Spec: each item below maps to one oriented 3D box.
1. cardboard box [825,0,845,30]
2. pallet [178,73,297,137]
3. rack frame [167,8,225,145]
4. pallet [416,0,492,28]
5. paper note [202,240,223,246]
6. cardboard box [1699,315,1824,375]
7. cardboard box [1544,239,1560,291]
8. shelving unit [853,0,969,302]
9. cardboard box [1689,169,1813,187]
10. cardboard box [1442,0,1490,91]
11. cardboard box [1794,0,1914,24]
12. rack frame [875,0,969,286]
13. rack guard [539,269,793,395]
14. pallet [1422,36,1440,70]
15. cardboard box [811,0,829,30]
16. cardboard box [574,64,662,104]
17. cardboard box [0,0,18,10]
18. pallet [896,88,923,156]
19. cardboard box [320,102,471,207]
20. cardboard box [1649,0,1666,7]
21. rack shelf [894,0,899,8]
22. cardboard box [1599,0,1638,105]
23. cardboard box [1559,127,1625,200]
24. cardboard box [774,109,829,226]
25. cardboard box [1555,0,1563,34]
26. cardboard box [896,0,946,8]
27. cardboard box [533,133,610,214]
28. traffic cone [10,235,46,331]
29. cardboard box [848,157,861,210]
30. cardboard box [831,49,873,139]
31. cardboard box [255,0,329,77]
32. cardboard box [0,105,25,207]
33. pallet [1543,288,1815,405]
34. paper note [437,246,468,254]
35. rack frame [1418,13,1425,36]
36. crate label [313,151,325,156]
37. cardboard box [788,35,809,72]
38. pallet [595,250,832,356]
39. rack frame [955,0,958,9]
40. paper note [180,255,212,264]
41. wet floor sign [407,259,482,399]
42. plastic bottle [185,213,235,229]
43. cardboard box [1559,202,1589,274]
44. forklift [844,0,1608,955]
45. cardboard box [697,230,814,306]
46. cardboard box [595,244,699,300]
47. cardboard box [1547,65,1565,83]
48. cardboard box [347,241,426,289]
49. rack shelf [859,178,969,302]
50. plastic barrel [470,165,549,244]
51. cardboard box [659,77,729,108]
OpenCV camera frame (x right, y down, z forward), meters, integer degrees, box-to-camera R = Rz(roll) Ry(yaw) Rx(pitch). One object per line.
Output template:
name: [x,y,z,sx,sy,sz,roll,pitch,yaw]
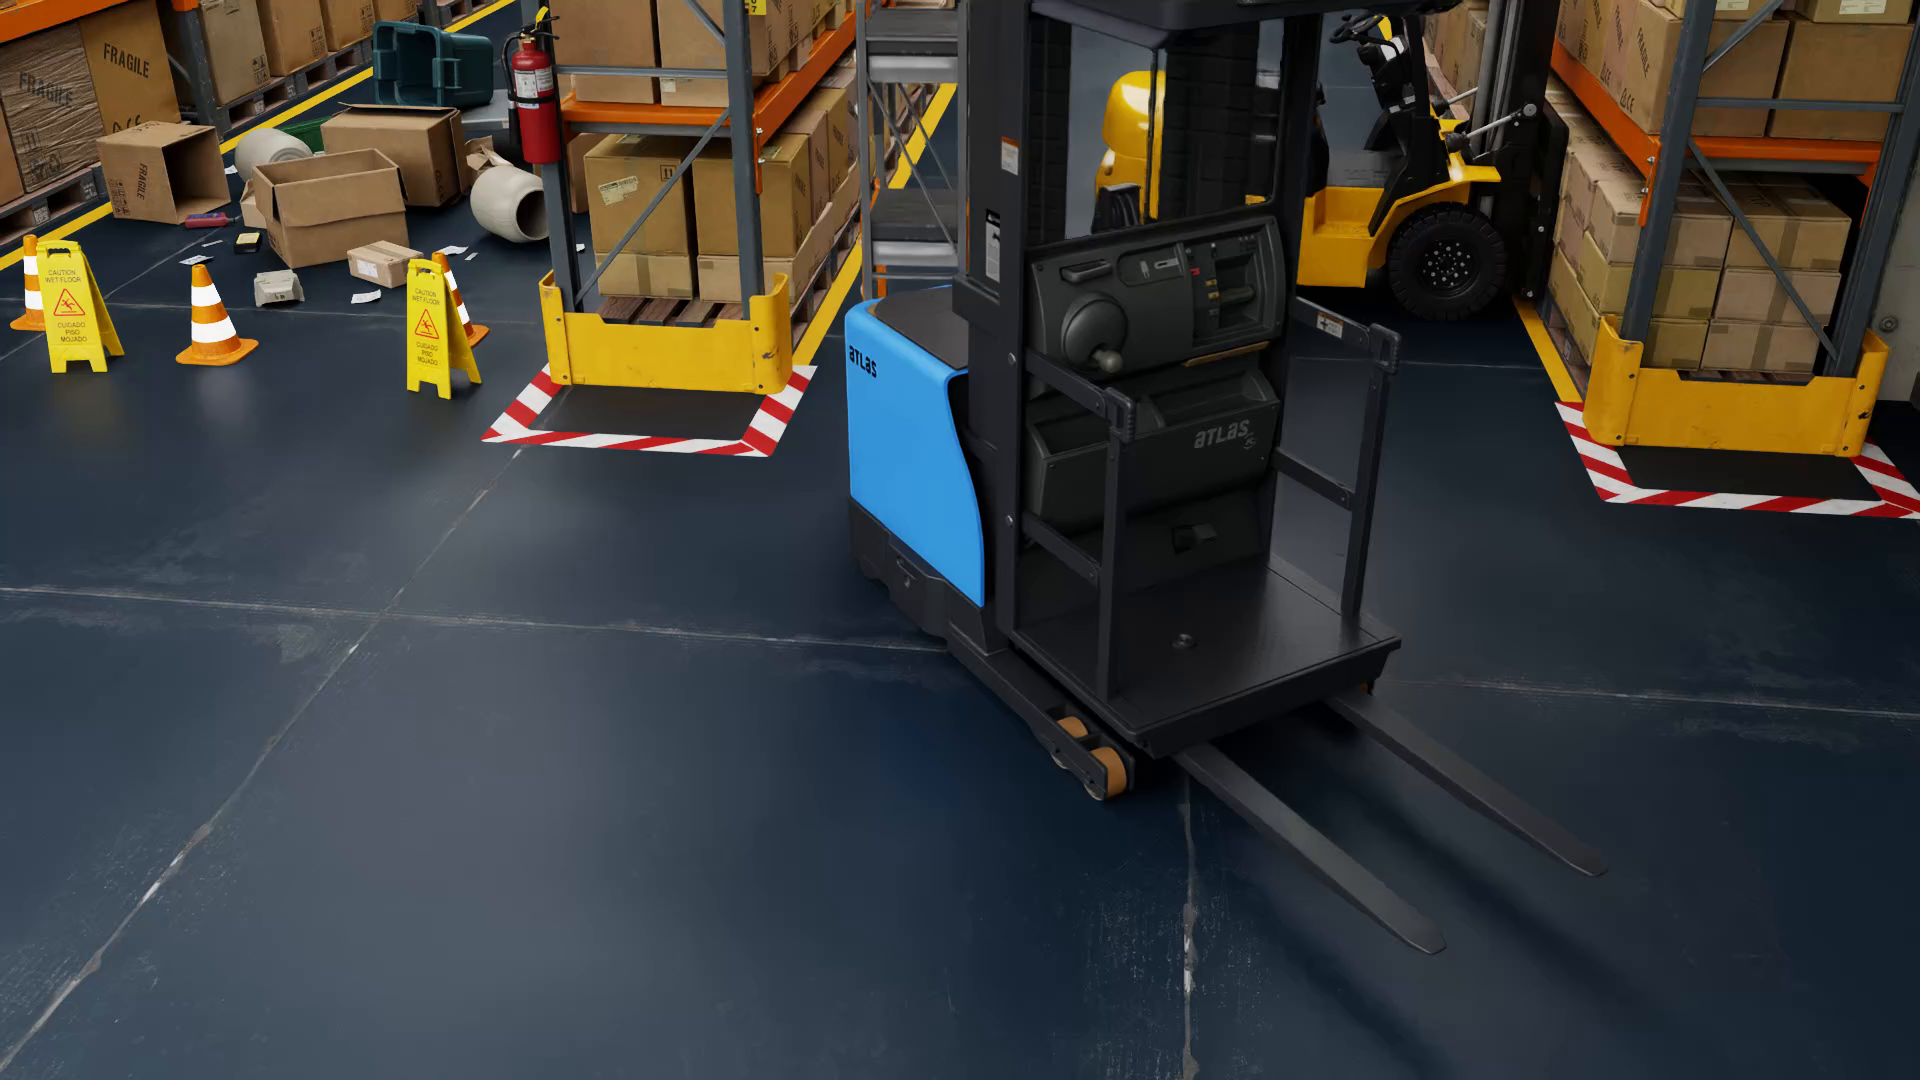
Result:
cardboard box: [-0.862,-2.983,9.390,0.380,0.149,0.250,4,29,7]
pallet: [-5.853,-3.363,12.770,1.003,0.211,1.213,3,28,6]
rack frame: [-5.873,-4.223,11.427,1.000,3.000,0.127,3,28,6]
pallet: [-5.285,-5.246,16.266,1.003,0.211,1.213,3,28,6]
paper note: [-4.529,-1.797,10.075,0.032,0.001,0.123,20,34,32]
cardboard box: [3.743,-1.008,7.915,0.500,0.250,0.500,3,29,6]
cardboard box: [3.374,-1.496,8.821,0.500,0.250,0.500,4,29,7]
shelving unit: [-0.157,-1.130,6.633,0.431,2.100,0.503,2,28,3]
cardboard box: [3.794,-1.679,8.106,0.500,0.250,0.500,3,28,6]
cardboard box: [4.225,-3.801,12.704,0.875,0.625,0.625,2,28,4]
cardboard box: [3.788,-2.288,7.045,0.380,0.149,0.250,3,28,5]
rack frame: [-0.140,-1.245,6.847,0.400,2.100,0.015,2,28,3]
rack guard: [-1.428,-1.036,8.145,1.175,0.500,0.348,3,28,6]
pallet: [4.330,-3.967,13.890,1.003,0.211,1.213,3,28,6]
cardboard box: [-0.983,-2.966,8.674,0.500,0.500,0.500,3,28,5]
cardboard box: [-1.604,-2.178,7.896,0.380,0.149,0.250,4,29,8]
cardboard box: [-6.099,-3.352,9.652,0.875,0.550,0.500,3,28,6]
pallet: [-0.854,-3.122,12.323,1.003,0.211,1.213,3,28,6]
cardboard box: [-3.629,-2.476,10.672,0.797,0.637,0.503,3,28,6]
cardboard box: [3.255,-2.445,7.336,0.380,0.149,0.250,4,29,7]
rack shelf: [-0.702,-4.608,12.899,1.077,0.370,4.000,3,28,6]
cardboard box: [3.362,-2.348,7.841,0.500,0.500,0.500,4,29,8]
cardboard box: [3.345,-1.942,8.594,0.500,0.250,0.500,4,29,7]
cardboard box: [-1.002,-2.026,9.014,0.500,0.500,0.500,2,28,4]
cardboard box: [3.557,-3.062,9.166,0.500,0.500,0.500,3,28,6]
cardboard box: [-0.619,-4.281,13.861,0.950,0.372,0.625,3,28,5]
cardboard box: [-2.429,-2.459,10.784,0.500,0.500,0.500,-24,36,-37]
traffic cone: [-4.888,-1.391,8.844,0.336,0.463,0.334,3,28,6]
cardboard box: [-0.875,-2.173,10.078,0.500,0.250,0.500,4,29,7]
cardboard box: [-0.814,-2.754,10.365,0.500,0.500,0.500,4,29,7]
cardboard box: [-5.764,-4.169,13.255,1.050,0.750,0.750,3,28,6]
cardboard box: [-6.239,-2.327,9.705,0.875,0.875,0.875,3,28,5]
pallet: [3.541,-0.949,8.288,1.003,0.211,1.213,3,28,6]
paper note: [-3.044,-1.740,9.960,0.148,0.019,0.142,14,31,24]
rack frame: [4.469,-5.579,13.944,1.000,3.000,0.127,3,28,6]
crate label: [-4.364,-2.555,11.349,0.298,0.136,0.250,-17,33,-29]
cardboard box: [-0.984,-2.494,8.482,0.380,0.149,0.250,4,29,7]
pallet: [-1.294,-1.289,8.920,1.003,0.211,1.213,3,28,6]
rack frame: [-0.457,-5.866,14.476,1.000,3.000,0.127,3,28,6]
paper note: [-4.491,-1.653,9.787,0.144,0.017,0.142,14,31,24]
wet floor sign: [-2.523,-1.037,7.994,0.267,0.644,0.232,14,31,24]
plastic bottle: [-4.681,-2.000,10.397,0.283,0.061,0.133,-6,29,-11]
cardboard box: [3.311,-1.491,8.284,0.500,0.250,0.500,3,28,6]
forklift: [0.739,-0.723,5.002,1.130,2.935,3.031,-16,32,-26]
cardboard box: [-1.064,-1.438,8.714,0.500,0.250,0.500,3,28,6]
cardboard box: [-1.603,-1.482,8.795,0.500,0.250,0.500,3,28,6]
cardboard box: [3.536,-2.662,9.930,0.500,0.250,0.500,3,28,6]
cardboard box: [-3.282,-1.579,9.525,0.380,0.149,0.250,20,34,32]
rack shelf: [-0.157,-1.118,6.639,0.431,0.518,0.480,2,28,3]
plastic barrel: [-2.687,-2.026,10.065,0.421,0.421,0.512,-24,36,-37]
cardboard box: [-1.191,-2.138,7.820,0.380,0.149,0.250,3,29,6]
